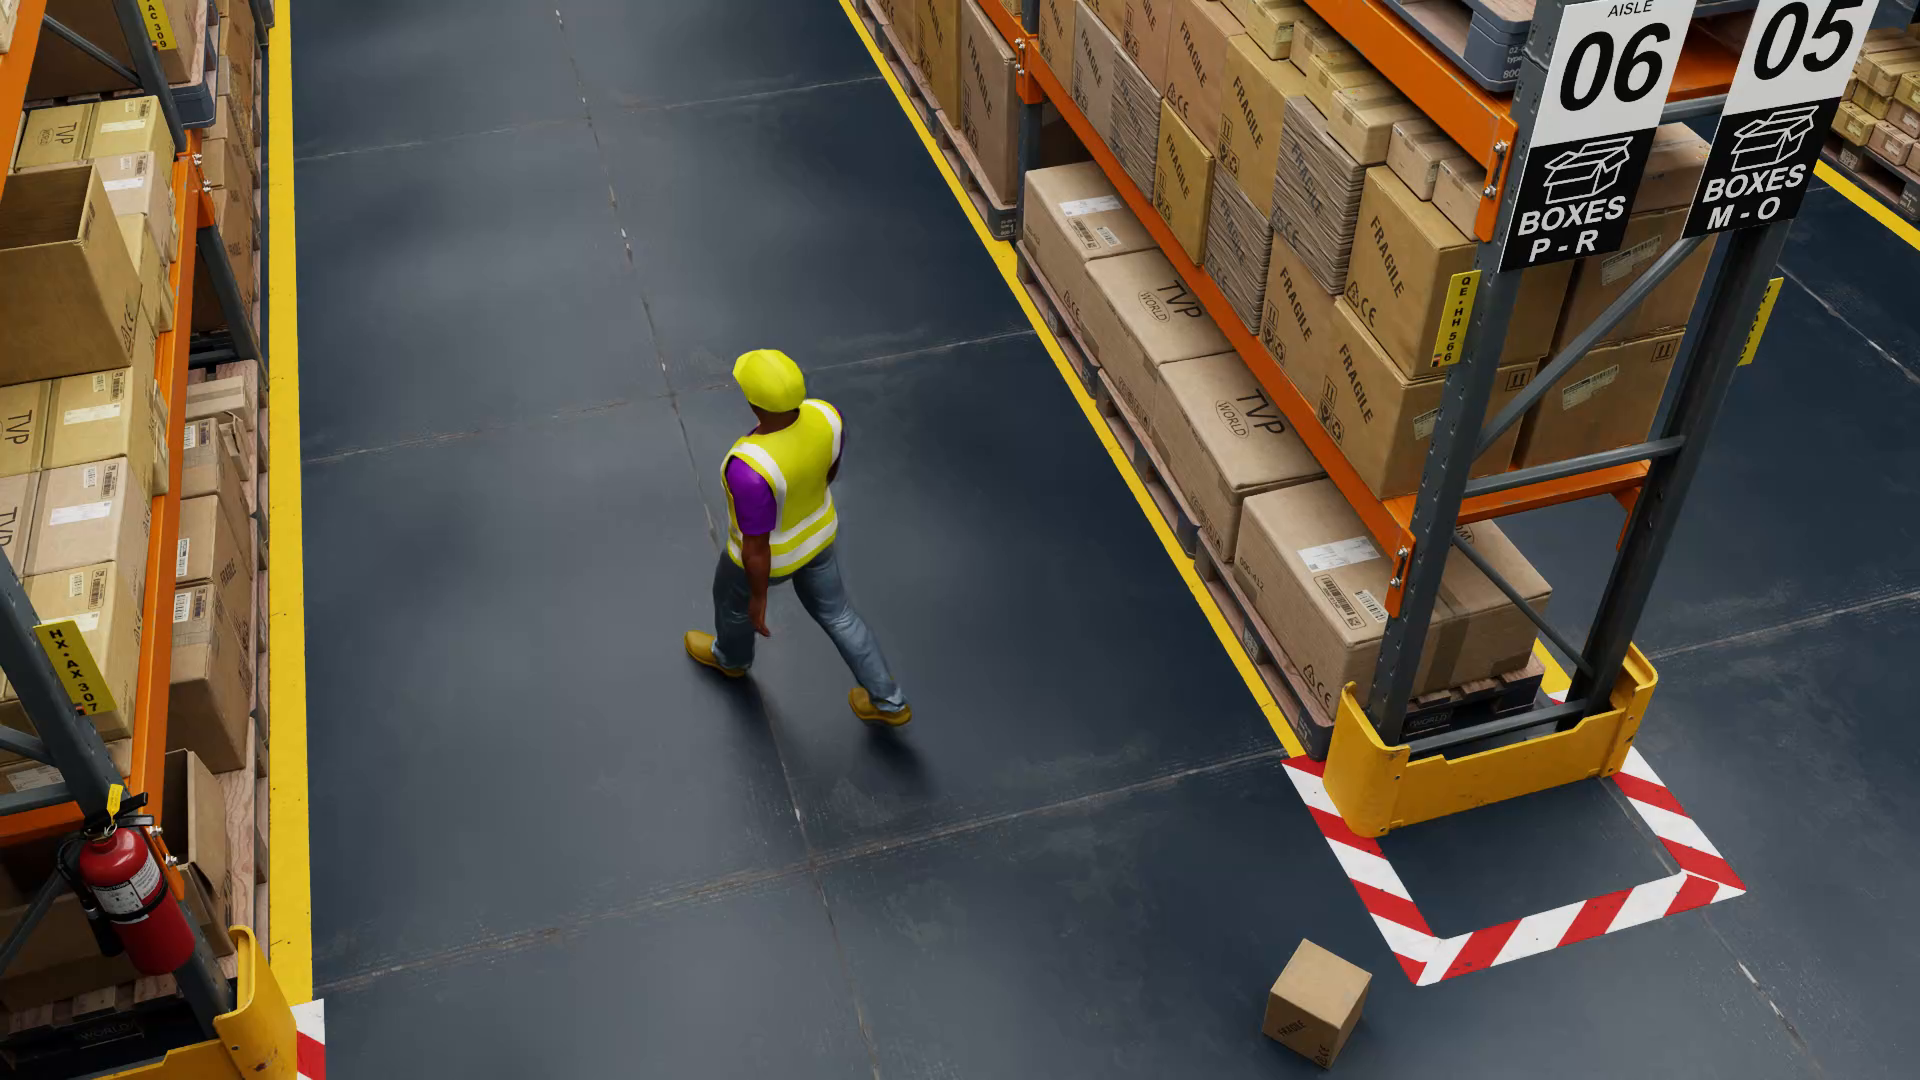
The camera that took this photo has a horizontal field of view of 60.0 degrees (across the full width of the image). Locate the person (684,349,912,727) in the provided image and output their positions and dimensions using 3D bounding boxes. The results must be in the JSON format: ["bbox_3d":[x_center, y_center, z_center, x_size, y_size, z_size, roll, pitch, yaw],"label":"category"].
[{"bbox_3d":[-0.655,-0.017,6.172,1.054,1.722,0.602,32,51,30],"label":"person"}]
